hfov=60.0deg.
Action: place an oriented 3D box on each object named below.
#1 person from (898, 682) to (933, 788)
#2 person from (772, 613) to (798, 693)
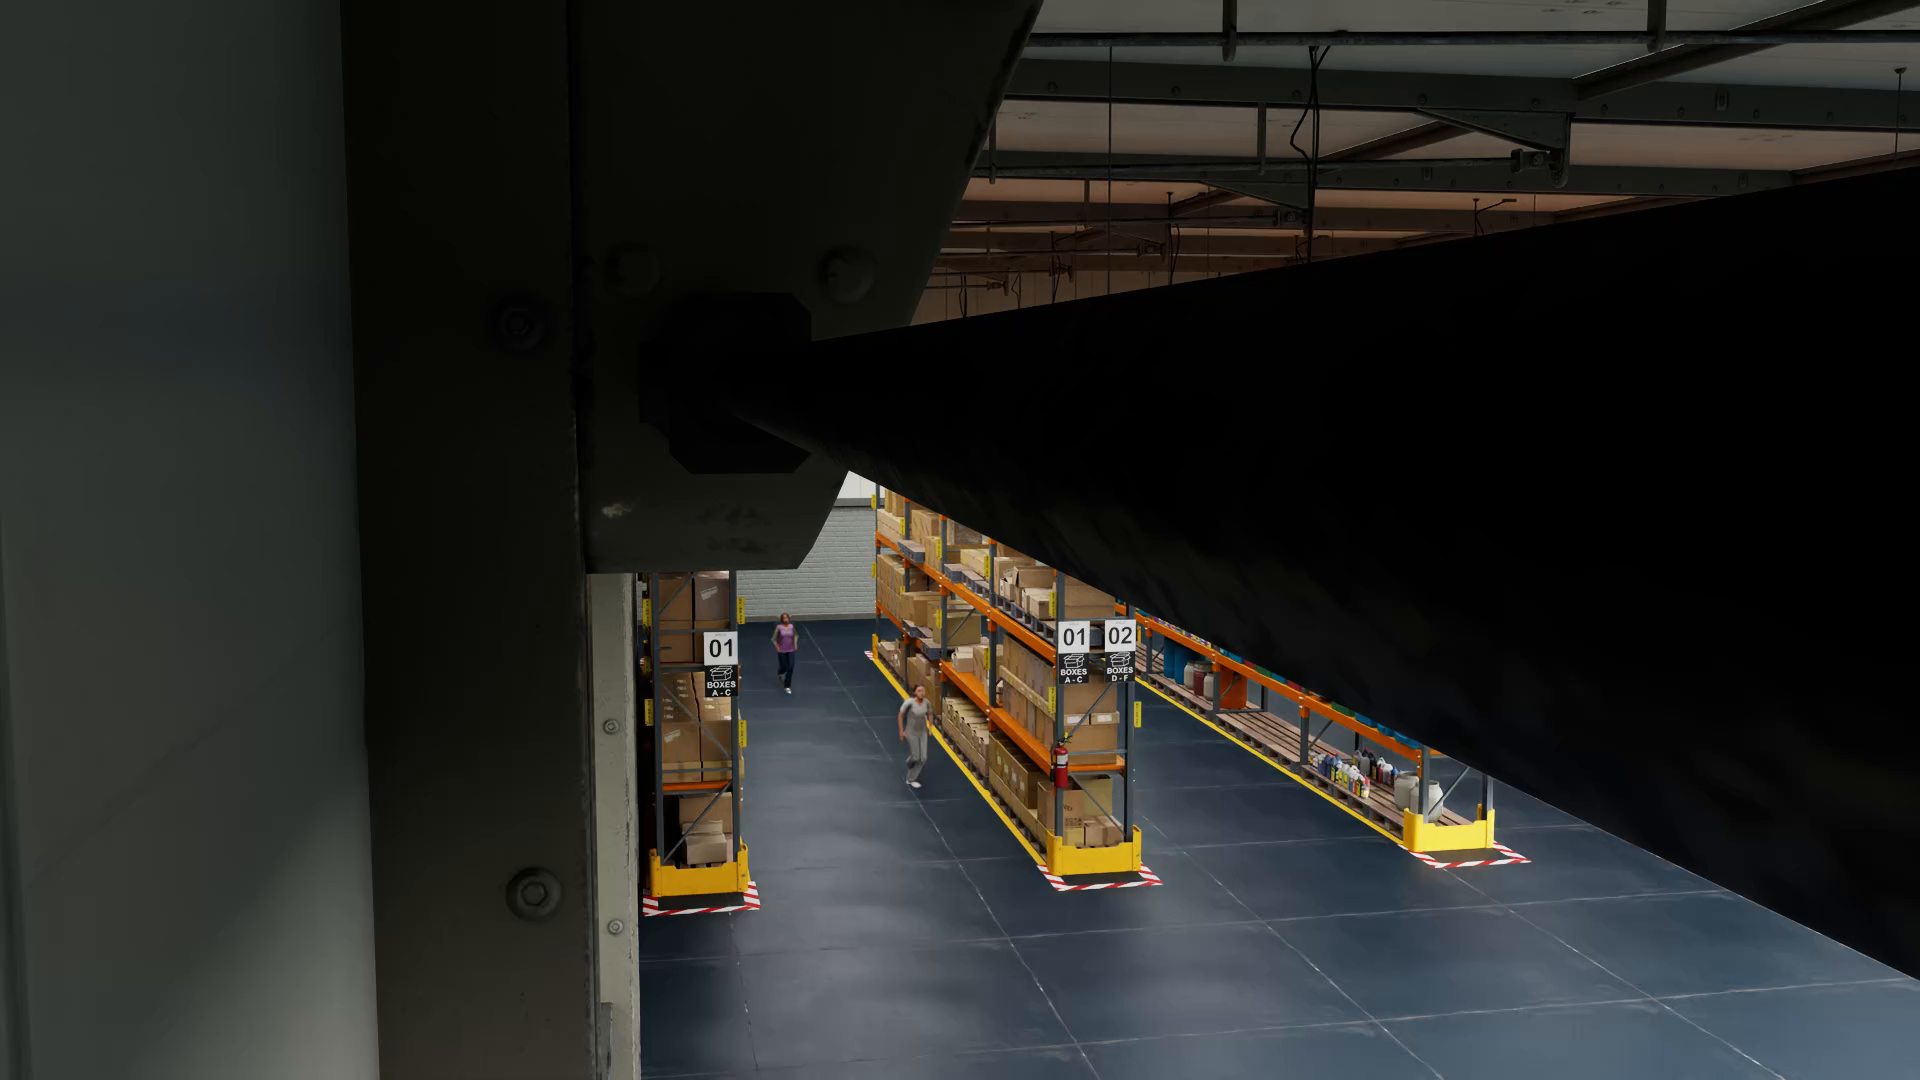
[{"bbox_3d":[-0.682,2.943,25.274,0.578,1.614,0.554,-3,6,-23],"label":"person"},{"bbox_3d":[-3.441,2.202,32.776,0.547,1.568,0.632,-2,6,-19],"label":"person"}]
